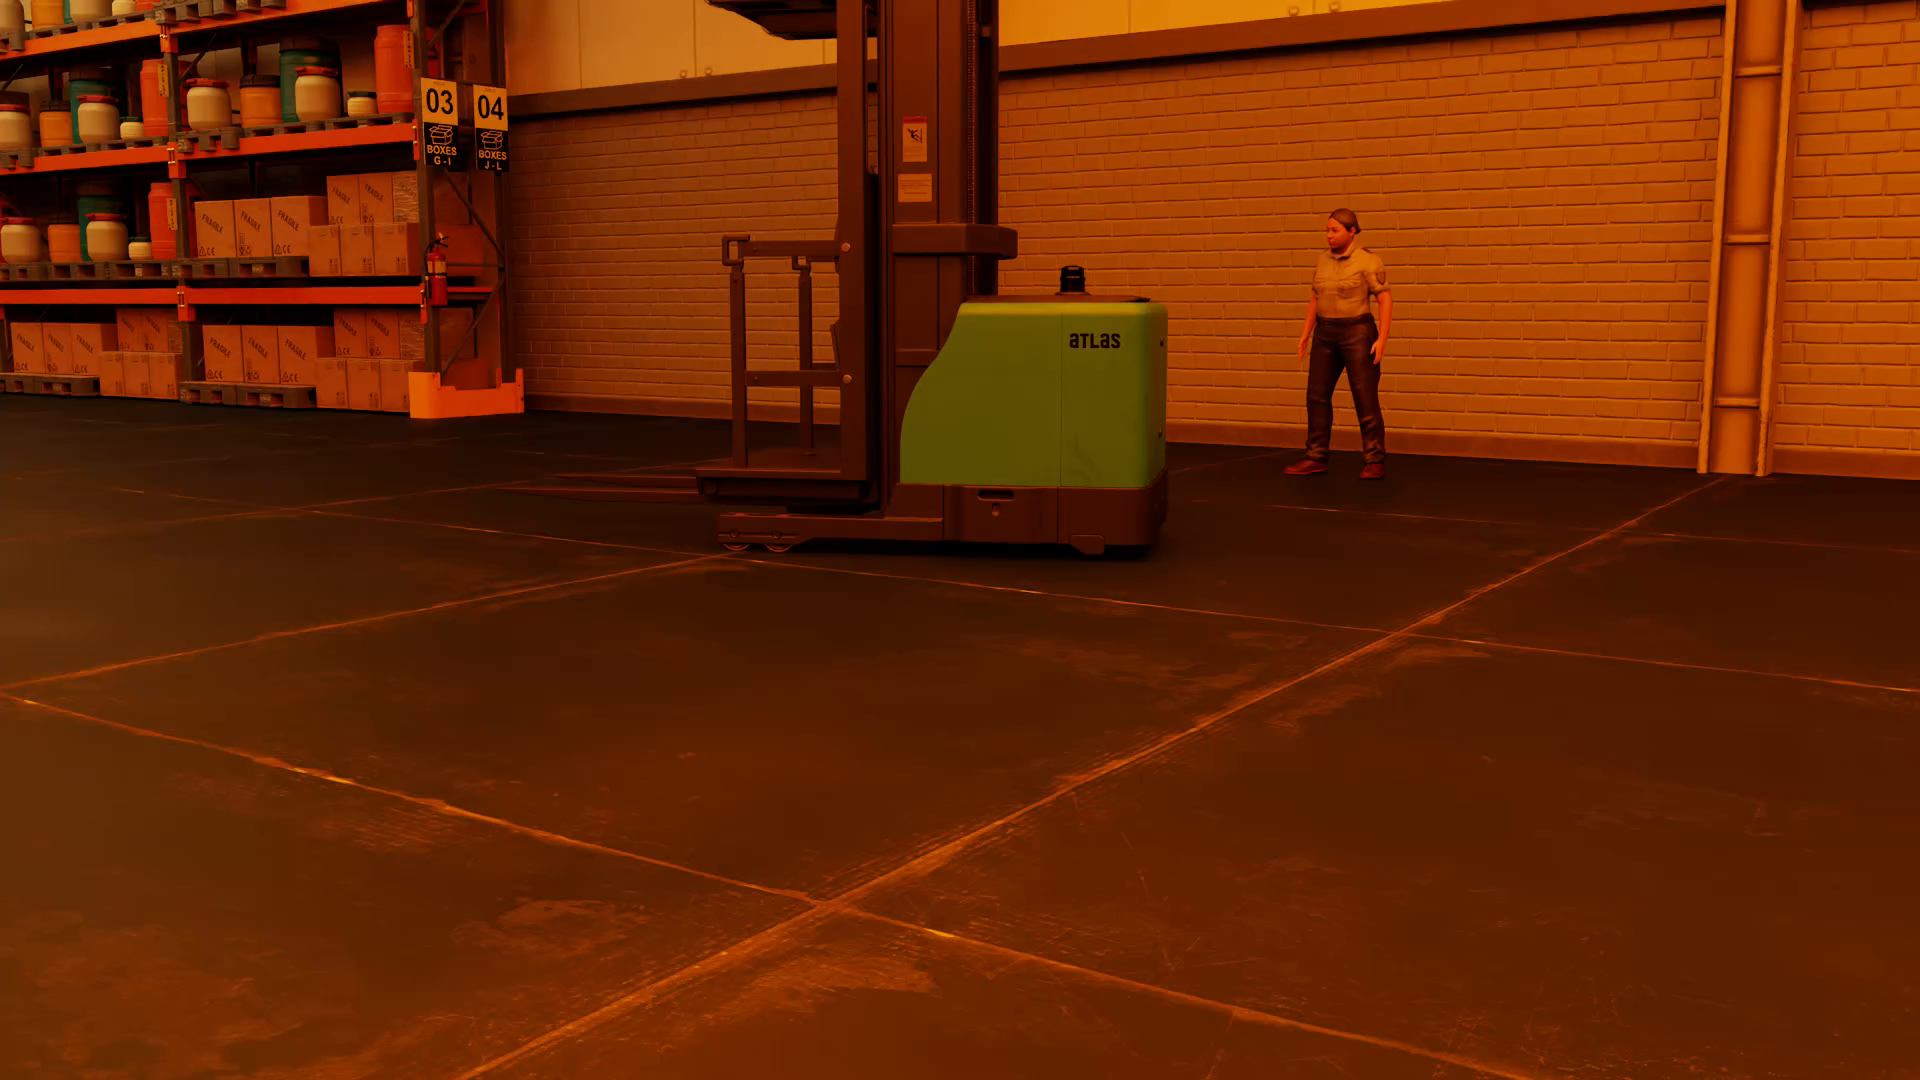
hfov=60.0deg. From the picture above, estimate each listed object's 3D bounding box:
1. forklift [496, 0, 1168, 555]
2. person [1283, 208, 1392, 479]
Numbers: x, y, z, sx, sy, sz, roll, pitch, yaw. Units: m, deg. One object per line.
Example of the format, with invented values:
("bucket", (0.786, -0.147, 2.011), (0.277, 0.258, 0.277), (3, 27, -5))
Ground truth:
("forklift", (-0.596, -1.469, 7.520), (3.031, 2.935, 1.130), (2, 8, 12))
("person", (2.398, -1.221, 10.354), (0.431, 1.656, 0.630), (-8, 11, -44))
